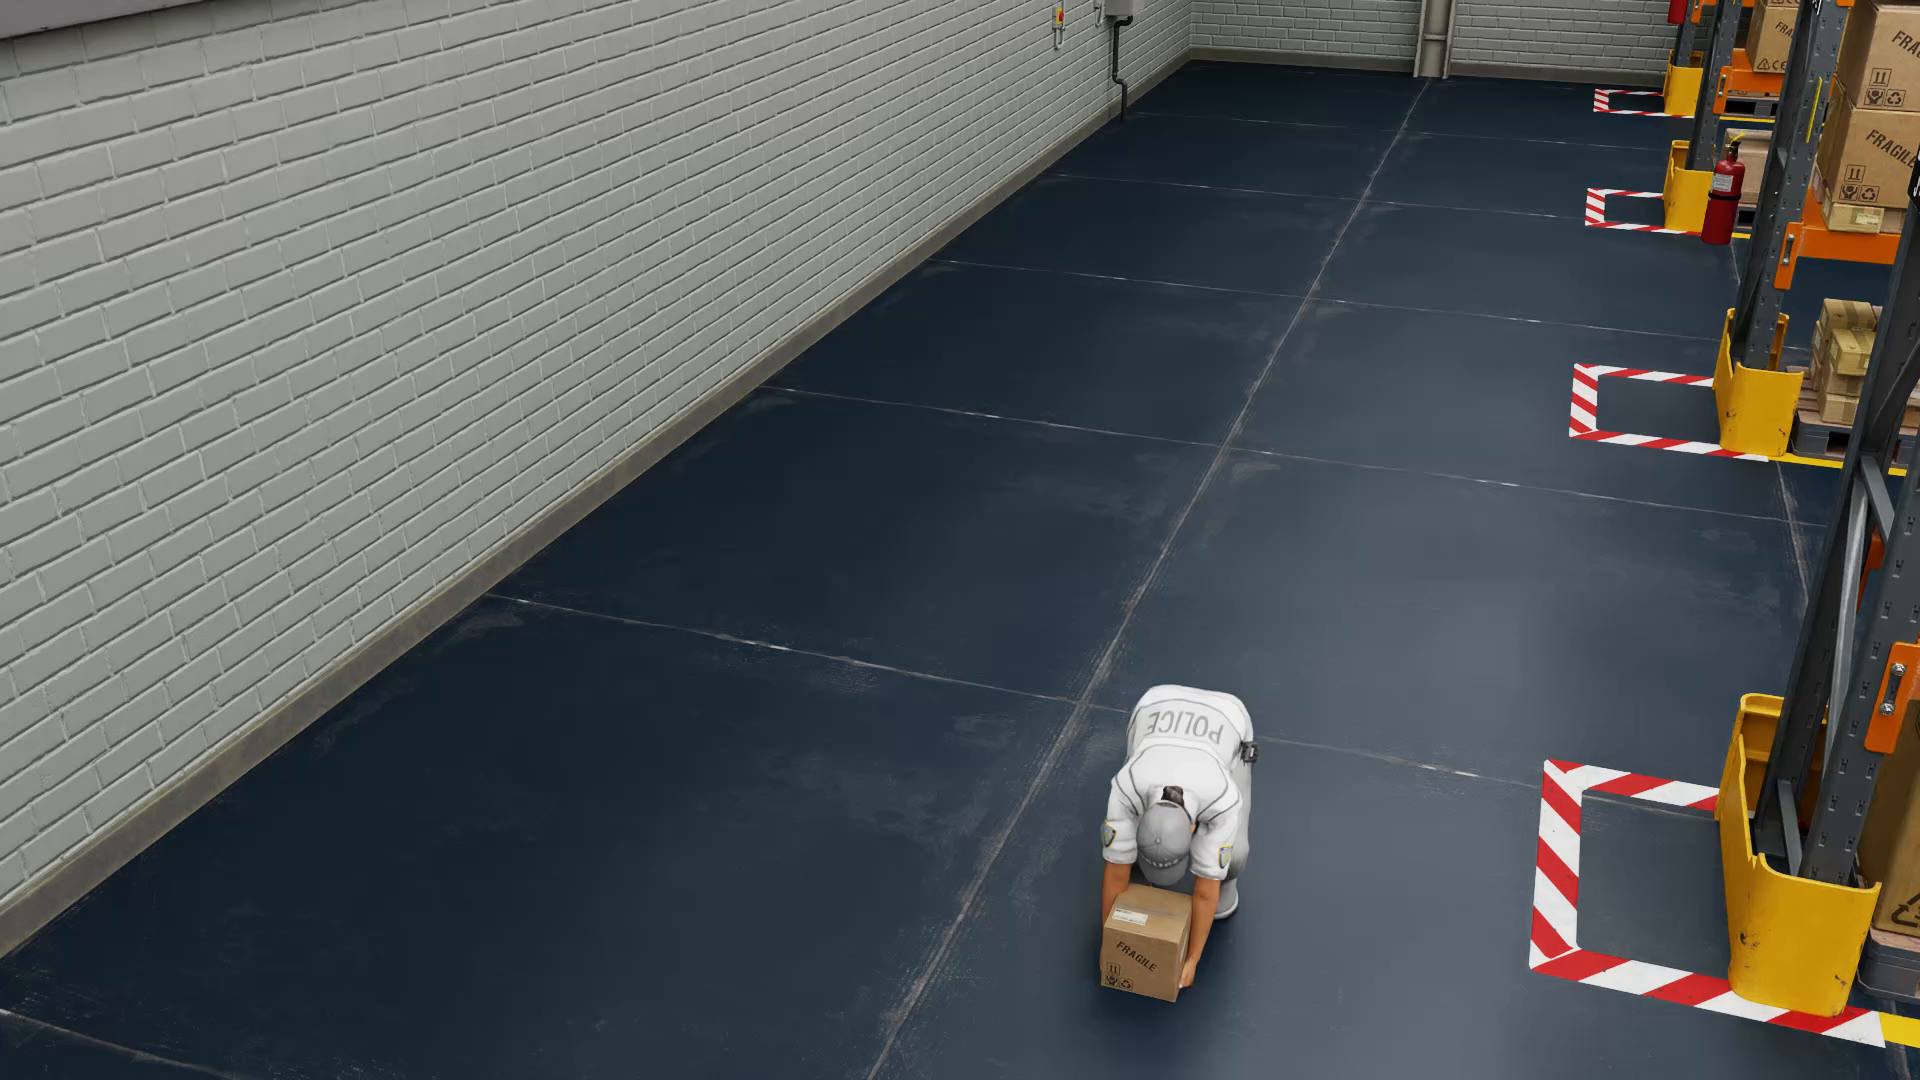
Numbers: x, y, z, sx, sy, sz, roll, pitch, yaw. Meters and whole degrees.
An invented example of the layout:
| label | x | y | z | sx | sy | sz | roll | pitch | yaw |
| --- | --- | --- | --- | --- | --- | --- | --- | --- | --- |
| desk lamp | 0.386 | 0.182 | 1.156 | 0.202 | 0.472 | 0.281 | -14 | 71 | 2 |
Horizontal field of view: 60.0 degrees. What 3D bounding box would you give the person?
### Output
| label | x | y | z | sx | sy | sz | roll | pitch | yaw |
| --- | --- | --- | --- | --- | --- | --- | --- | --- | --- |
| person | 0.736 | 0.978 | 5.652 | 0.510 | 0.772 | 0.919 | 8 | 27 | 16 |
